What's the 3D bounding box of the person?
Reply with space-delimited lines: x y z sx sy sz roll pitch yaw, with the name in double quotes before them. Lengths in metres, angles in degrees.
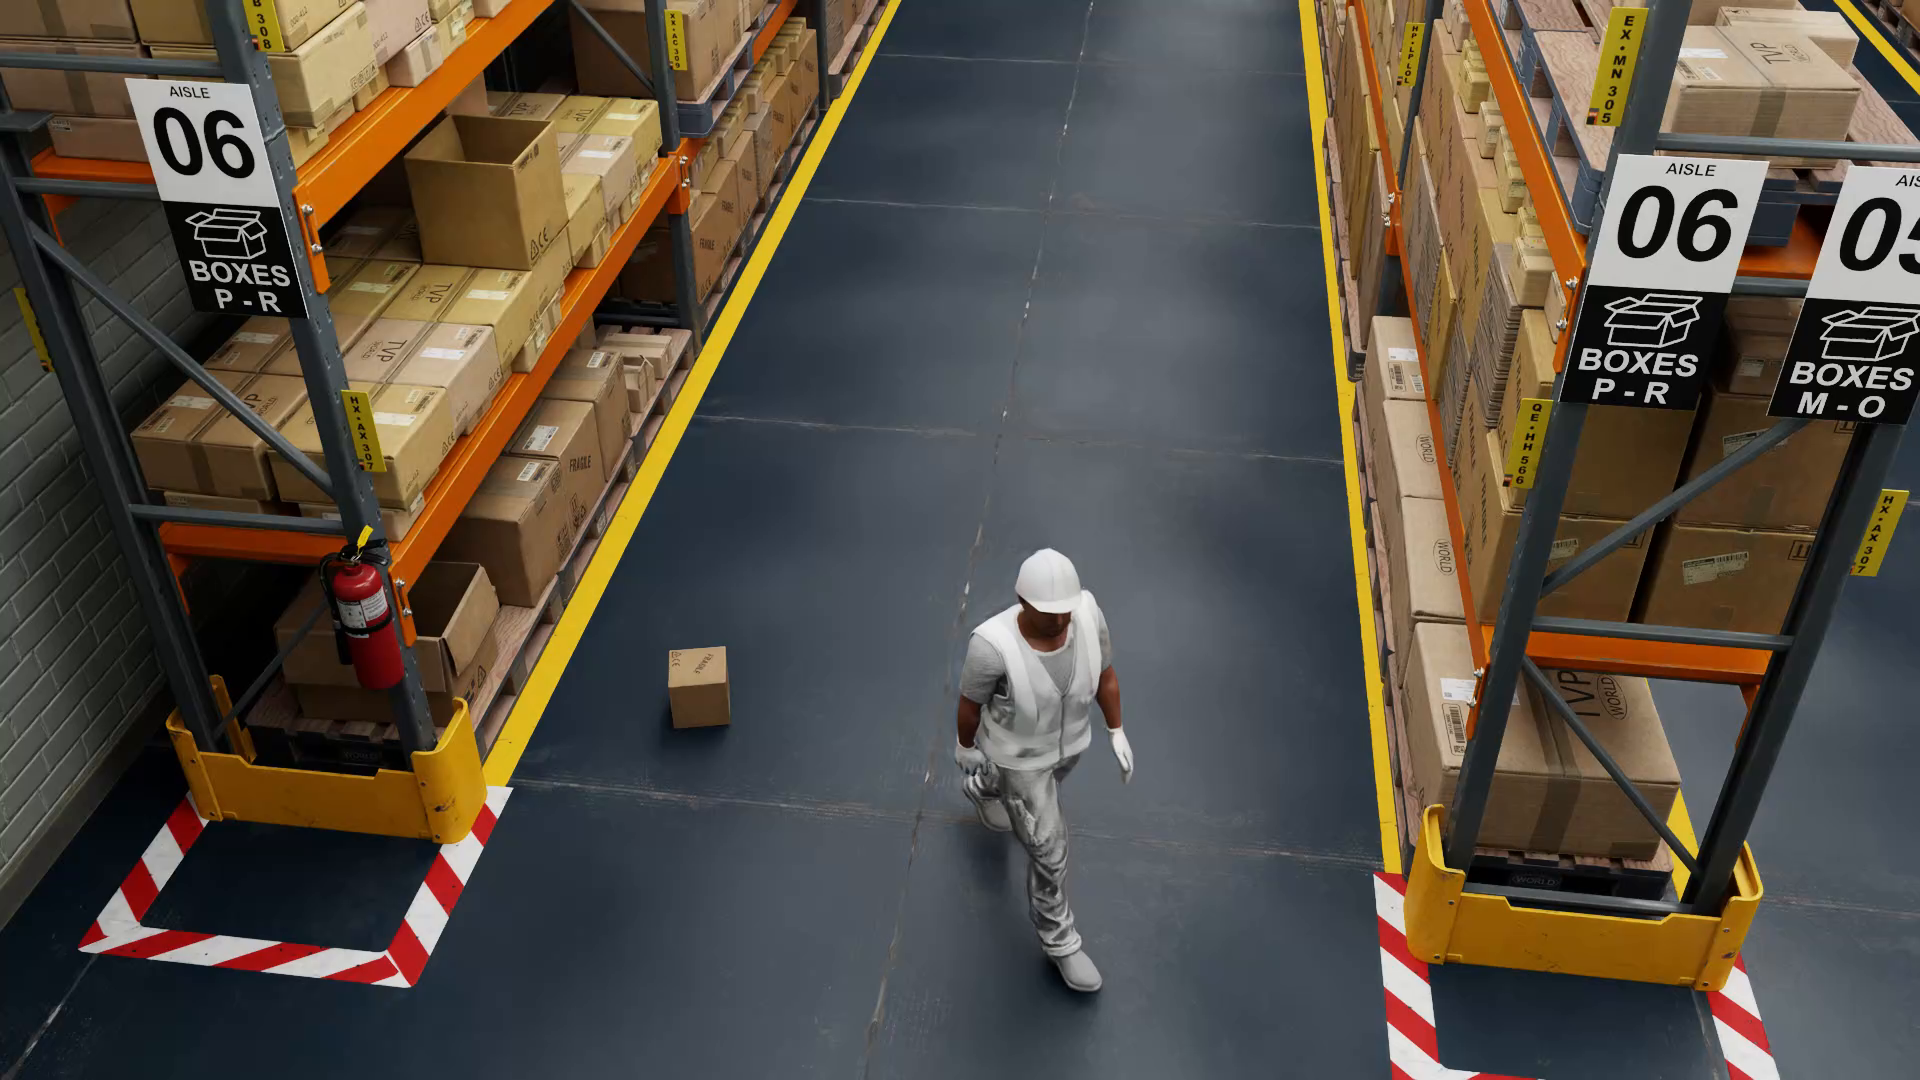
"person" 0.270 0.709 6.047 0.560 1.735 1.095 -22 41 -28
